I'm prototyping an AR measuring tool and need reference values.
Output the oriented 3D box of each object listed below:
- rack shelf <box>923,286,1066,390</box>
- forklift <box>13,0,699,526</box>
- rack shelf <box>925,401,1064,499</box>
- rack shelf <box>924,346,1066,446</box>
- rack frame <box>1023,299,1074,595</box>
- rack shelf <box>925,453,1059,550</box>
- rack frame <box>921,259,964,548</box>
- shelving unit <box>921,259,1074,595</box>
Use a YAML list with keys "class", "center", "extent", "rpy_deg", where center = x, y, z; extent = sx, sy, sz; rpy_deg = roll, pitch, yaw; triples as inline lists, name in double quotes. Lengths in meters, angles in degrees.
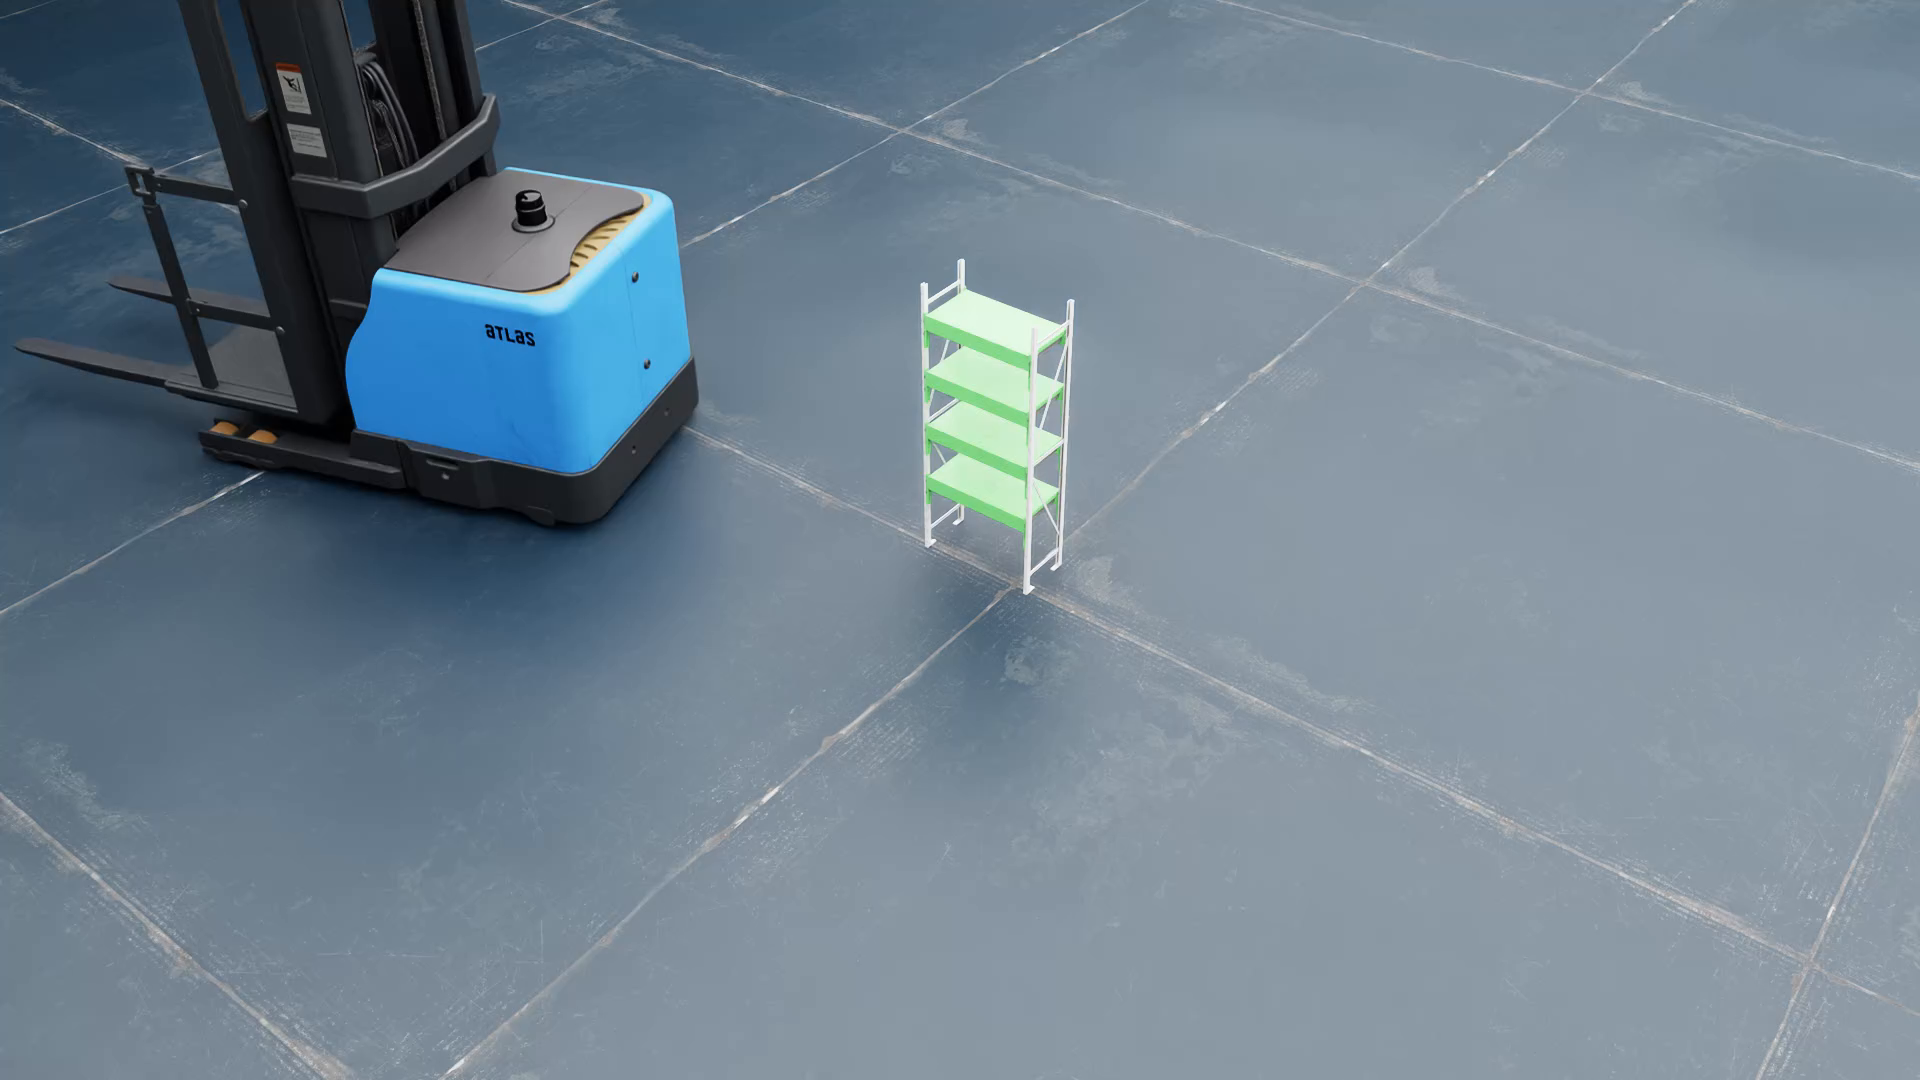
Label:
- class: "rack shelf"
  center: [0.131, -0.738, 6.044]
  extent: [0.480, 0.148, 0.258]
  rpy_deg: [25, 45, 29]
- class: "forklift"
  center: [-2.739, -1.751, 6.609]
  extent: [3.031, 2.935, 1.130]
  rpy_deg: [12, 40, 15]
- class: "rack shelf"
  center: [0.131, -0.360, 6.340]
  extent: [0.480, 0.148, 0.258]
  rpy_deg: [25, 45, 29]
- class: "rack shelf"
  center: [0.131, -0.549, 6.192]
  extent: [0.480, 0.148, 0.258]
  rpy_deg: [25, 45, 29]
- class: "rack frame"
  center: [0.325, -0.319, 6.184]
  extent: [0.015, 1.200, 0.240]
  rpy_deg: [25, 45, 29]
- class: "rack shelf"
  center: [0.131, -0.171, 6.488]
  extent: [0.480, 0.148, 0.258]
  rpy_deg: [25, 45, 29]
- class: "rack frame"
  center: [-0.062, -0.502, 6.418]
  extent: [0.015, 1.200, 0.240]
  rpy_deg: [25, 45, 29]
- class: "shelving unit"
  center: [0.131, -0.410, 6.301]
  extent: [0.503, 1.200, 0.258]
  rpy_deg: [25, 45, 29]
